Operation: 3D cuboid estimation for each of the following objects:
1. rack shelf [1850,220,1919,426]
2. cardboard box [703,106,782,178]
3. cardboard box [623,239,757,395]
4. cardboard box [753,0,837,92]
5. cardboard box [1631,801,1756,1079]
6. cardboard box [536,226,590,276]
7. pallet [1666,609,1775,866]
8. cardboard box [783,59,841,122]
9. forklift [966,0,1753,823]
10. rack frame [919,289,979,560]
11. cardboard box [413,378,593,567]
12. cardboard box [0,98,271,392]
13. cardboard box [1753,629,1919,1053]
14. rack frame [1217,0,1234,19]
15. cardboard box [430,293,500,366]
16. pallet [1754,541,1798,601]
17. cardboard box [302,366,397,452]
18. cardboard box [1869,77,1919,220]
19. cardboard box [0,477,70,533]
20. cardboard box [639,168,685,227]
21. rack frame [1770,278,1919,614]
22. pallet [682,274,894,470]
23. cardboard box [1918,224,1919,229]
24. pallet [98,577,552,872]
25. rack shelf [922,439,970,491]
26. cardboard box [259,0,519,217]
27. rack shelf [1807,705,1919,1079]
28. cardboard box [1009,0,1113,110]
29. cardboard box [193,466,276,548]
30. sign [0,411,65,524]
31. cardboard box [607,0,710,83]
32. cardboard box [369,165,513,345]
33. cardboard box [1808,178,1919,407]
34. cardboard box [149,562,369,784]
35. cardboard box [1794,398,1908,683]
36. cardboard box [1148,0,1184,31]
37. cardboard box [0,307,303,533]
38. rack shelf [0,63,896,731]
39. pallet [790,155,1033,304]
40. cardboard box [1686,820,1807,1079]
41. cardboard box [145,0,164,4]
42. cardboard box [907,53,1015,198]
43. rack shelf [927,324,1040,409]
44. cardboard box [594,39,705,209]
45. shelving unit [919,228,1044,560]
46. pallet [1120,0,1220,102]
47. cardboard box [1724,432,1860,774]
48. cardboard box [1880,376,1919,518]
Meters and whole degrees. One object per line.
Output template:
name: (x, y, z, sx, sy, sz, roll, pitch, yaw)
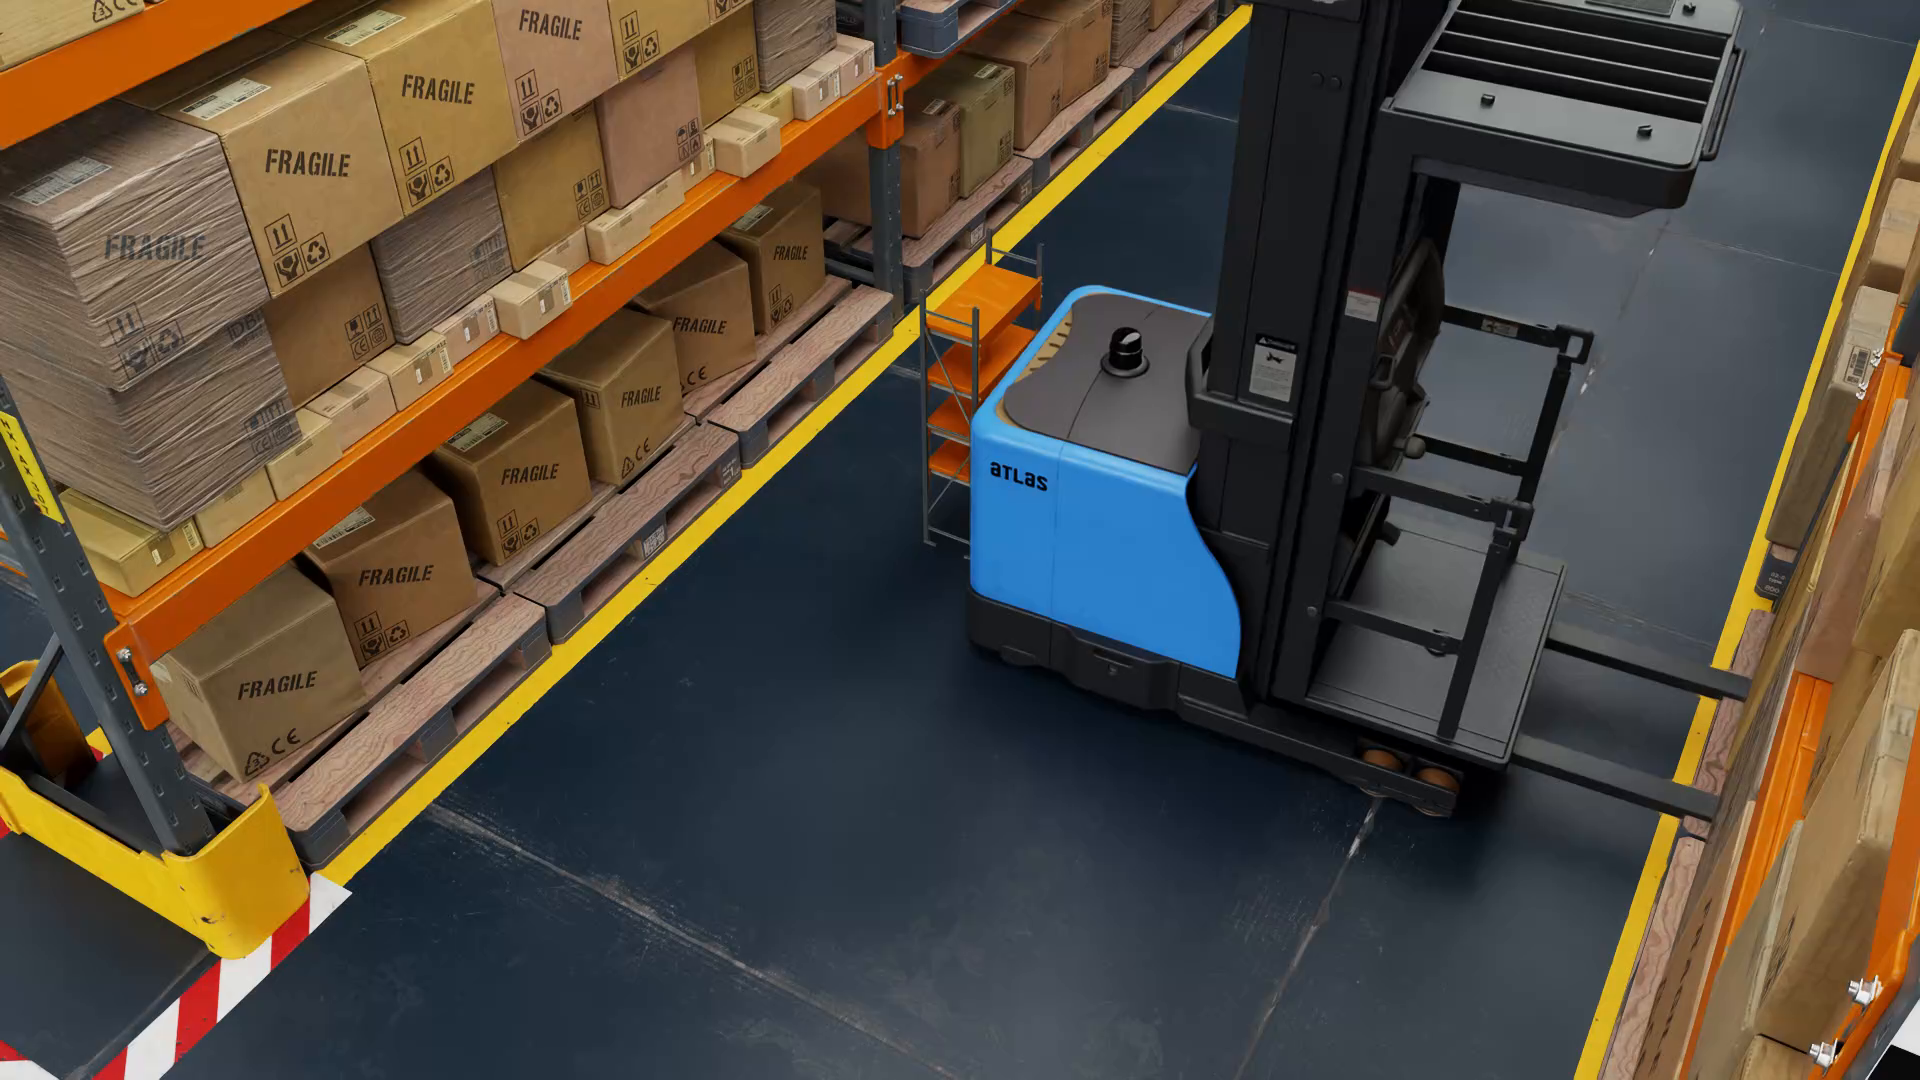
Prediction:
rack shelf: (4.516, -1.498, 6.726, 1.077, 0.370, 4.000, 21, 45, 22)
cardboard box: (-0.921, -1.565, 6.447, 0.380, 0.149, 0.250, 21, 45, 22)
cardboard box: (-1.243, -0.996, 7.185, 0.500, 0.500, 0.500, -30, 50, -30)
cardboard box: (-1.007, -2.234, 6.717, 0.875, 0.500, 0.500, 21, 45, 22)
cardboard box: (2.234, 1.390, 4.191, 0.875, 0.875, 0.875, 20, 45, 21)
cardboard box: (-1.536, -1.037, 5.847, 0.380, 0.149, 0.250, 21, 45, 22)
pallet: (3.067, 0.832, 5.646, 1.003, 0.211, 1.213, 21, 45, 22)
cardboard box: (-0.715, -1.868, 6.791, 0.380, 0.149, 0.250, 21, 45, 22)
forklift: (1.577, -0.561, 5.169, 3.031, 2.935, 1.130, 18, 44, 19)
rack frame: (-0.039, -0.405, 6.302, 0.240, 1.200, 0.015, 21, 45, 22)
cardboard box: (-1.804, -0.310, 6.406, 0.500, 0.500, 0.500, 25, 47, 26)
cardboard box: (-2.219, -0.782, 4.312, 0.500, 0.500, 0.500, 21, 45, 22)
cardboard box: (1.928, 0.658, 2.802, 0.875, 0.550, 0.550, 21, 45, 22)
rack frame: (1.273, -4.611, 9.716, 1.000, 3.000, 0.127, 21, 45, 22)
cardboard box: (-1.761, -0.741, 5.512, 0.380, 0.149, 0.250, 21, 45, 22)
pallet: (3.836, -0.044, 6.640, 1.003, 0.211, 1.213, 21, 45, 22)
cardboard box: (-1.994, -0.448, 5.179, 0.380, 0.149, 0.250, 21, 45, 22)
cardboard box: (5.134, -1.907, 8.031, 1.050, 0.750, 0.750, 20, 45, 22)
cardboard box: (-2.766, -0.170, 4.864, 0.380, 0.149, 0.250, 21, 45, 22)
cardboard box: (-1.250, -1.309, 6.157, 0.380, 0.149, 0.250, 21, 45, 22)
rack frame: (3.515, -0.624, 5.189, 1.000, 3.000, 0.127, 21, 45, 22)
pallet: (-1.034, -0.880, 7.589, 1.003, 0.211, 1.213, 21, 45, 22)
cardboard box: (3.798, -1.338, 5.924, 0.500, 0.500, 0.500, 20, 45, 22)
pallet: (-2.255, 0.516, 6.004, 1.003, 0.211, 1.213, 21, 45, 22)
rack shelf: (0.083, -0.345, 6.637, 0.258, 0.148, 0.480, 21, 45, 22)
cardboard box: (-1.714, -1.353, 4.959, 0.500, 0.500, 0.500, 21, 45, 22)
rack shelf: (2.514, -0.335, 3.136, 1.077, 0.370, 4.000, 21, 45, 22)
cardboard box: (0.411, -2.800, 9.218, 0.700, 0.500, 0.500, 25, 47, 25)
cardboard box: (-2.240, -0.160, 4.852, 0.380, 0.149, 0.250, 21, 45, 22)
sign: (-2.260, -0.179, 4.029, 0.100, 0.325, 0.005, 21, 45, 22)
cardboard box: (-1.216, -1.926, 5.610, 0.500, 0.500, 0.500, 21, 45, 22)
cardboard box: (-1.997, -1.086, 5.413, 0.875, 0.500, 0.500, 21, 45, 22)
cardboard box: (4.234, -0.873, 6.856, 1.050, 0.750, 0.750, 21, 45, 22)
cardboard box: (-2.403, 0.395, 5.605, 0.500, 0.500, 0.500, 30, 49, 29)
cardboard box: (2.713, 0.127, 4.223, 0.875, 0.550, 0.550, 21, 45, 22)
cardboard box: (0.955, -3.448, 9.954, 0.700, 0.500, 0.500, 19, 45, 20)
cardboard box: (-2.431, -0.488, 4.734, 0.875, 0.500, 0.500, 21, 45, 22)
rack shelf: (-1.729, -0.908, 6.056, 1.077, 0.370, 4.000, 21, 45, 22)
pallet: (-0.340, -1.722, 8.545, 1.003, 0.211, 1.213, 21, 45, 22)
cardboard box: (1.916, 1.059, 3.164, 0.875, 0.550, 0.550, 21, 45, 22)
cardboard box: (-2.013, -1.590, 4.130, 0.500, 0.250, 0.500, 20, 45, 21)
cardboard box: (-0.148, -2.160, 8.492, 0.700, 0.500, 0.500, 21, 45, 22)
rack shelf: (0.083, -0.662, 6.358, 0.258, 0.148, 0.480, 21, 45, 22)
cardboard box: (-1.451, -1.640, 6.042, 0.875, 0.500, 0.500, 21, 45, 22)
shelving unit: (0.083, -0.545, 6.461, 0.258, 1.200, 0.503, 21, 45, 22)
pallet: (0.881, -3.118, 10.131, 1.003, 0.211, 1.213, 21, 45, 22)
cardboard box: (3.140, 0.352, 5.370, 0.875, 0.875, 0.875, 22, 46, 23)
cardboard box: (2.737, -0.269, 3.855, 0.875, 0.550, 0.550, 21, 45, 22)
